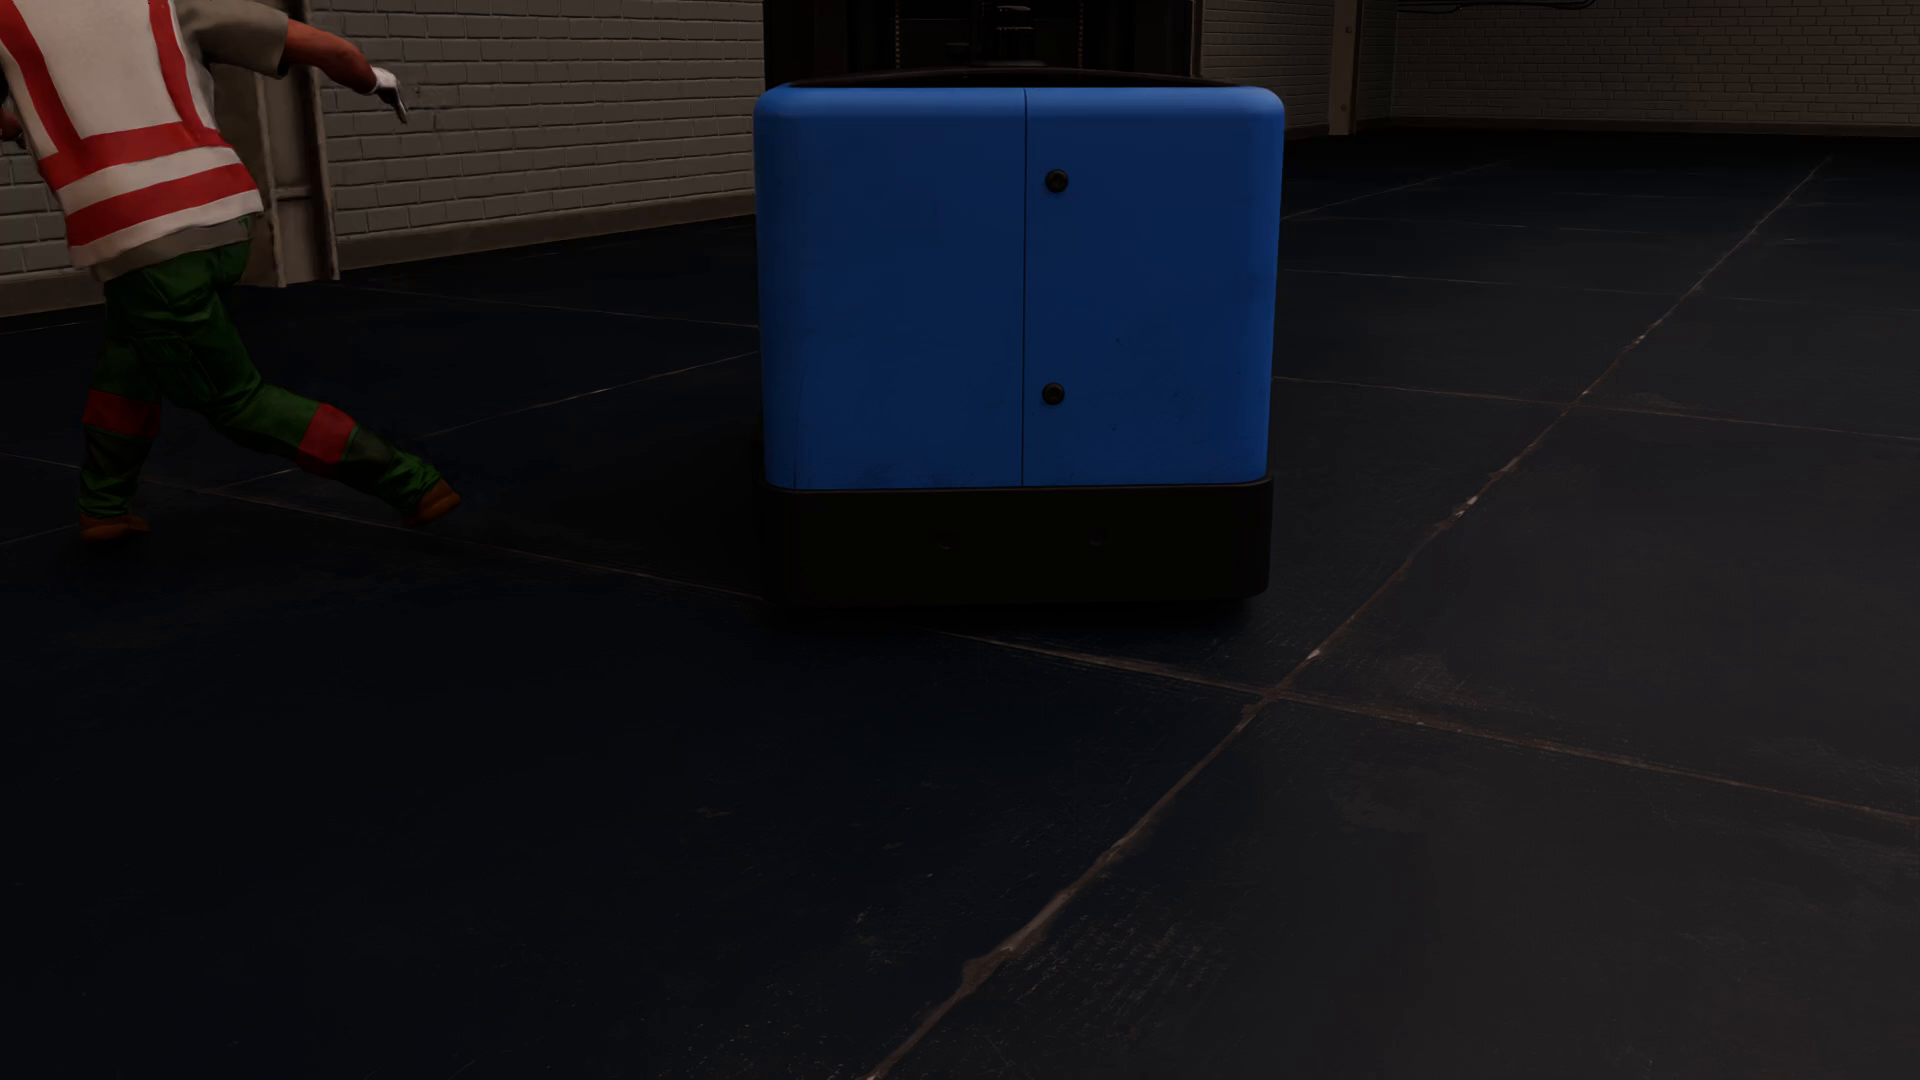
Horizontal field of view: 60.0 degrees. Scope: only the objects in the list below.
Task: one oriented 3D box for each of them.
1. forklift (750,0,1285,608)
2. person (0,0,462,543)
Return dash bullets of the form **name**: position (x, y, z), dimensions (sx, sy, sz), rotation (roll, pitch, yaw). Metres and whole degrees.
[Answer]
- **forklift**: position (0.029, -1.634, 4.403), dimensions (1.130, 2.935, 3.031), rotation (-1, 16, -3)
- **person**: position (-1.760, -0.742, 3.901), dimensions (0.938, 1.554, 1.112), rotation (-15, 22, -42)
